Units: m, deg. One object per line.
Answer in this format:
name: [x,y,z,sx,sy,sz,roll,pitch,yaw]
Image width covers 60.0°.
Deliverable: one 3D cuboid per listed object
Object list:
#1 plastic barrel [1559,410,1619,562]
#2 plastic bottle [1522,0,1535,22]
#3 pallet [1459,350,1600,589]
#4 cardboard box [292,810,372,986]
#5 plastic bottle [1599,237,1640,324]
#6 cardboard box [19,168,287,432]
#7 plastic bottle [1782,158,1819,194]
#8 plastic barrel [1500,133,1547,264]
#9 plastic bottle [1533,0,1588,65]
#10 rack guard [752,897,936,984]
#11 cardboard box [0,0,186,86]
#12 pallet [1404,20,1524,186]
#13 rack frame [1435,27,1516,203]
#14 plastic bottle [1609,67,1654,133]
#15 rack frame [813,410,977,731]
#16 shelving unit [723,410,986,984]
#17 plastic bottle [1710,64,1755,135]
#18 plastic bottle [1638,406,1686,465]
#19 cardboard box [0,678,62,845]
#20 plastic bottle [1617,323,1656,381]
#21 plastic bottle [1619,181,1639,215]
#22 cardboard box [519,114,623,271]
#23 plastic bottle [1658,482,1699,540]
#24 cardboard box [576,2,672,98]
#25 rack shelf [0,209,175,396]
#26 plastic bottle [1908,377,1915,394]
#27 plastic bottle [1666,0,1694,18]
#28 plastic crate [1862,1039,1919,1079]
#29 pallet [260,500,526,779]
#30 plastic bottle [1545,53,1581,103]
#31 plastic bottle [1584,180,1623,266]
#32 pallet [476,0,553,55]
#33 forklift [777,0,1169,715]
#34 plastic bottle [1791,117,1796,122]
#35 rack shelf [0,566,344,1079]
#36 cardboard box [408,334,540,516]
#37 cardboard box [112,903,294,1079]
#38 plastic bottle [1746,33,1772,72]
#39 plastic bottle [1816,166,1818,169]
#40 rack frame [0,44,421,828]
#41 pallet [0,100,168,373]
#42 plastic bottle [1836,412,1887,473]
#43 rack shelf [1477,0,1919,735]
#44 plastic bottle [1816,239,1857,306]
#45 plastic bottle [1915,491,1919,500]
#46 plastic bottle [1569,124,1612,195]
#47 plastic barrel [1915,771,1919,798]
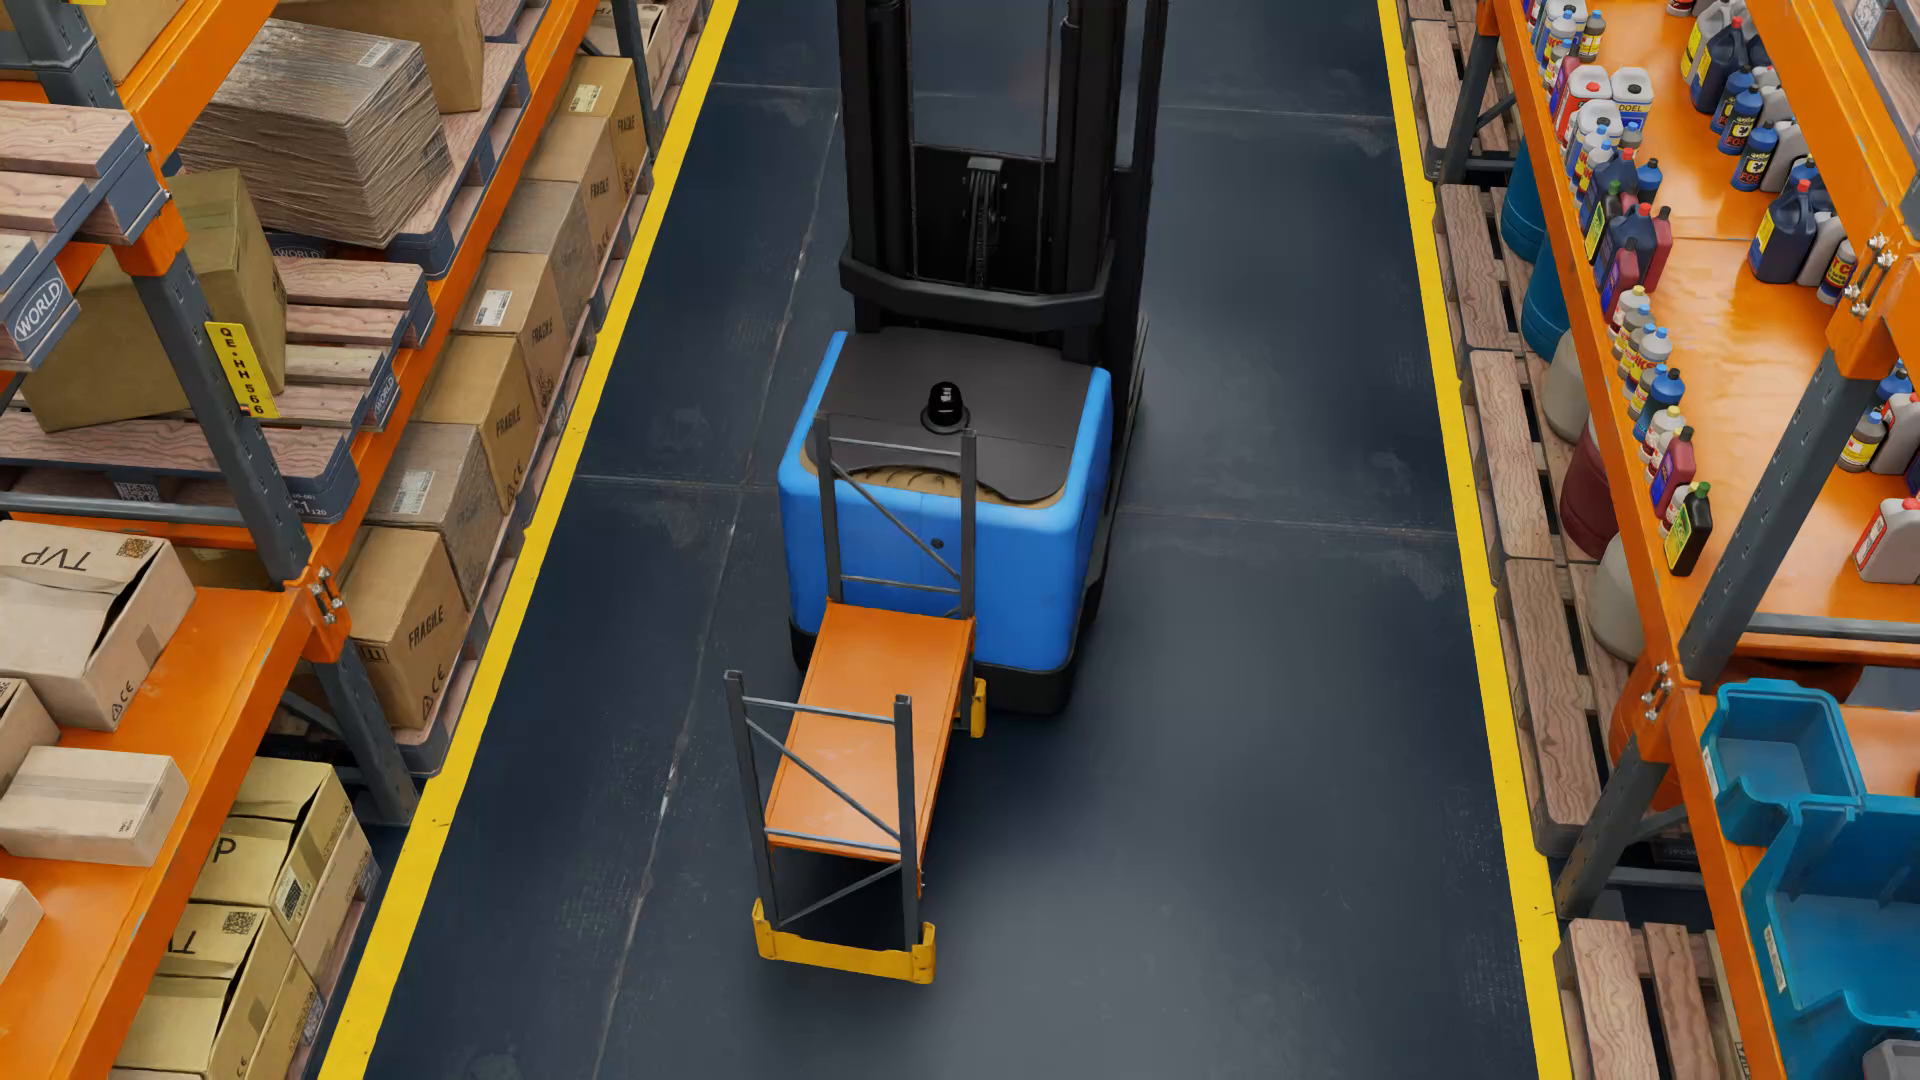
plastic barrel: [2.642,-0.266,6.310,0.600,0.588,0.708,4,48,4]
plastic bottle: [2.406,-2.308,6.908,0.061,0.283,0.133,4,48,4]
pallet: [2.656,-0.282,6.865,1.003,0.211,1.213,4,48,4]
cardboard box: [-2.226,1.106,5.284,0.500,0.250,0.500,5,48,4]
plastic bottle: [2.228,-0.874,5.595,0.061,0.283,0.133,4,48,4]
cardboard box: [-2.476,-0.729,5.032,0.700,0.500,0.500,-11,48,-10]
plastic bottle: [2.993,-1.242,5.941,0.097,0.271,0.097,0,48,0]
plastic barrel: [2.810,-1.722,7.429,0.600,0.901,0.708,4,48,4]
plastic bottle: [2.421,-2.061,6.687,0.152,0.276,0.135,4,48,4]
rack guard: [-0.372,1.300,5.392,0.587,0.250,0.087,7,48,7]
cardboard box: [-2.415,-1.452,3.945,0.910,0.500,0.500,4,48,4]
pallet: [2.905,-2.288,8.700,1.003,0.211,1.213,4,48,4]
rack frame: [2.876,-2.687,7.174,1.000,3.000,0.127,4,48,4]
plastic bottle: [2.522,-1.640,6.301,0.152,0.276,0.135,4,48,4]
rack frame: [-0.199,0.153,5.594,0.500,1.500,0.032,7,48,7]
shelving unit: [-0.286,0.516,5.262,0.587,1.500,1.083,7,48,7]
plastic bottle: [2.957,-1.687,6.348,0.097,0.271,0.097,0,48,0]
plastic bottle: [2.182,-0.331,5.154,0.097,0.201,0.097,0,48,0]
cardboard box: [-2.695,0.591,4.237,0.500,0.311,0.500,3,48,3]
plastic bottle: [2.218,-0.617,5.416,0.097,0.201,0.097,0,48,0]
plastic bottle: [2.317,-1.103,5.806,0.061,0.283,0.133,4,48,4]
cardboard box: [-1.869,-1.583,7.561,0.500,0.500,0.500,4,48,4]
plastic bottle: [2.152,-0.090,4.934,0.097,0.201,0.097,0,48,0]
cardboard box: [-1.803,-2.557,8.580,0.500,0.311,0.500,4,48,4]
rack shelf: [-2.603,0.617,2.608,1.077,0.370,4.000,4,48,4]
plastic bottle: [2.973,-0.439,5.198,0.061,0.283,0.133,4,48,4]
plastic bottle: [3.036,-2.303,6.958,0.097,0.201,0.097,0,48,0]
plastic crate: [2.060,1.398,3.395,0.402,0.464,0.583,4,48,4]
pallet: [-2.315,0.312,6.322,1.003,0.211,1.213,4,48,4]
plastic bottle: [2.366,-1.810,6.507,0.097,0.201,0.097,0,48,0]
plastic bottle: [2.257,-1.108,5.809,0.061,0.283,0.133,4,48,4]
pallet: [-2.238,-2.378,7.022,1.003,0.211,1.213,4,48,4]
forklift: [0.186,-1.462,6.101,1.130,2.935,3.031,9,48,8]
plastic bottle: [3.087,-1.483,6.208,0.097,0.201,0.097,0,48,0]
rack shelf: [-2.603,1.629,3.715,1.077,0.370,4.000,4,48,4]
cardboard box: [-2.002,-0.457,6.531,0.500,0.500,0.500,3,48,3]
cardboard box: [-2.264,1.298,4.729,0.500,0.311,0.500,3,48,3]
plastic bottle: [3.101,-1.837,6.430,0.144,0.351,0.185,4,48,4]
plastic bottle: [3.074,-1.254,5.944,0.061,0.283,0.133,4,48,4]
rack frame: [-2.421,-0.083,4.793,1.000,3.000,0.127,4,48,4]
pallet: [-2.394,-0.527,3.294,1.213,0.211,1.003,6,48,5]
plastic bottle: [2.789,-0.311,5.136,0.097,0.201,0.097,0,48,0]
rack shelf: [2.694,-0.974,6.096,1.077,0.370,4.000,4,48,4]
plastic bottle: [3.016,-0.932,5.657,0.097,0.271,0.097,0,48,0]
plastic bottle: [2.920,-0.131,4.972,0.097,0.201,0.097,0,48,0]
plastic bottle: [2.311,-1.394,6.080,0.097,0.271,0.097,0,48,0]
plastic barrel: [2.771,0.568,4.105,0.600,0.536,0.708,4,48,4]
